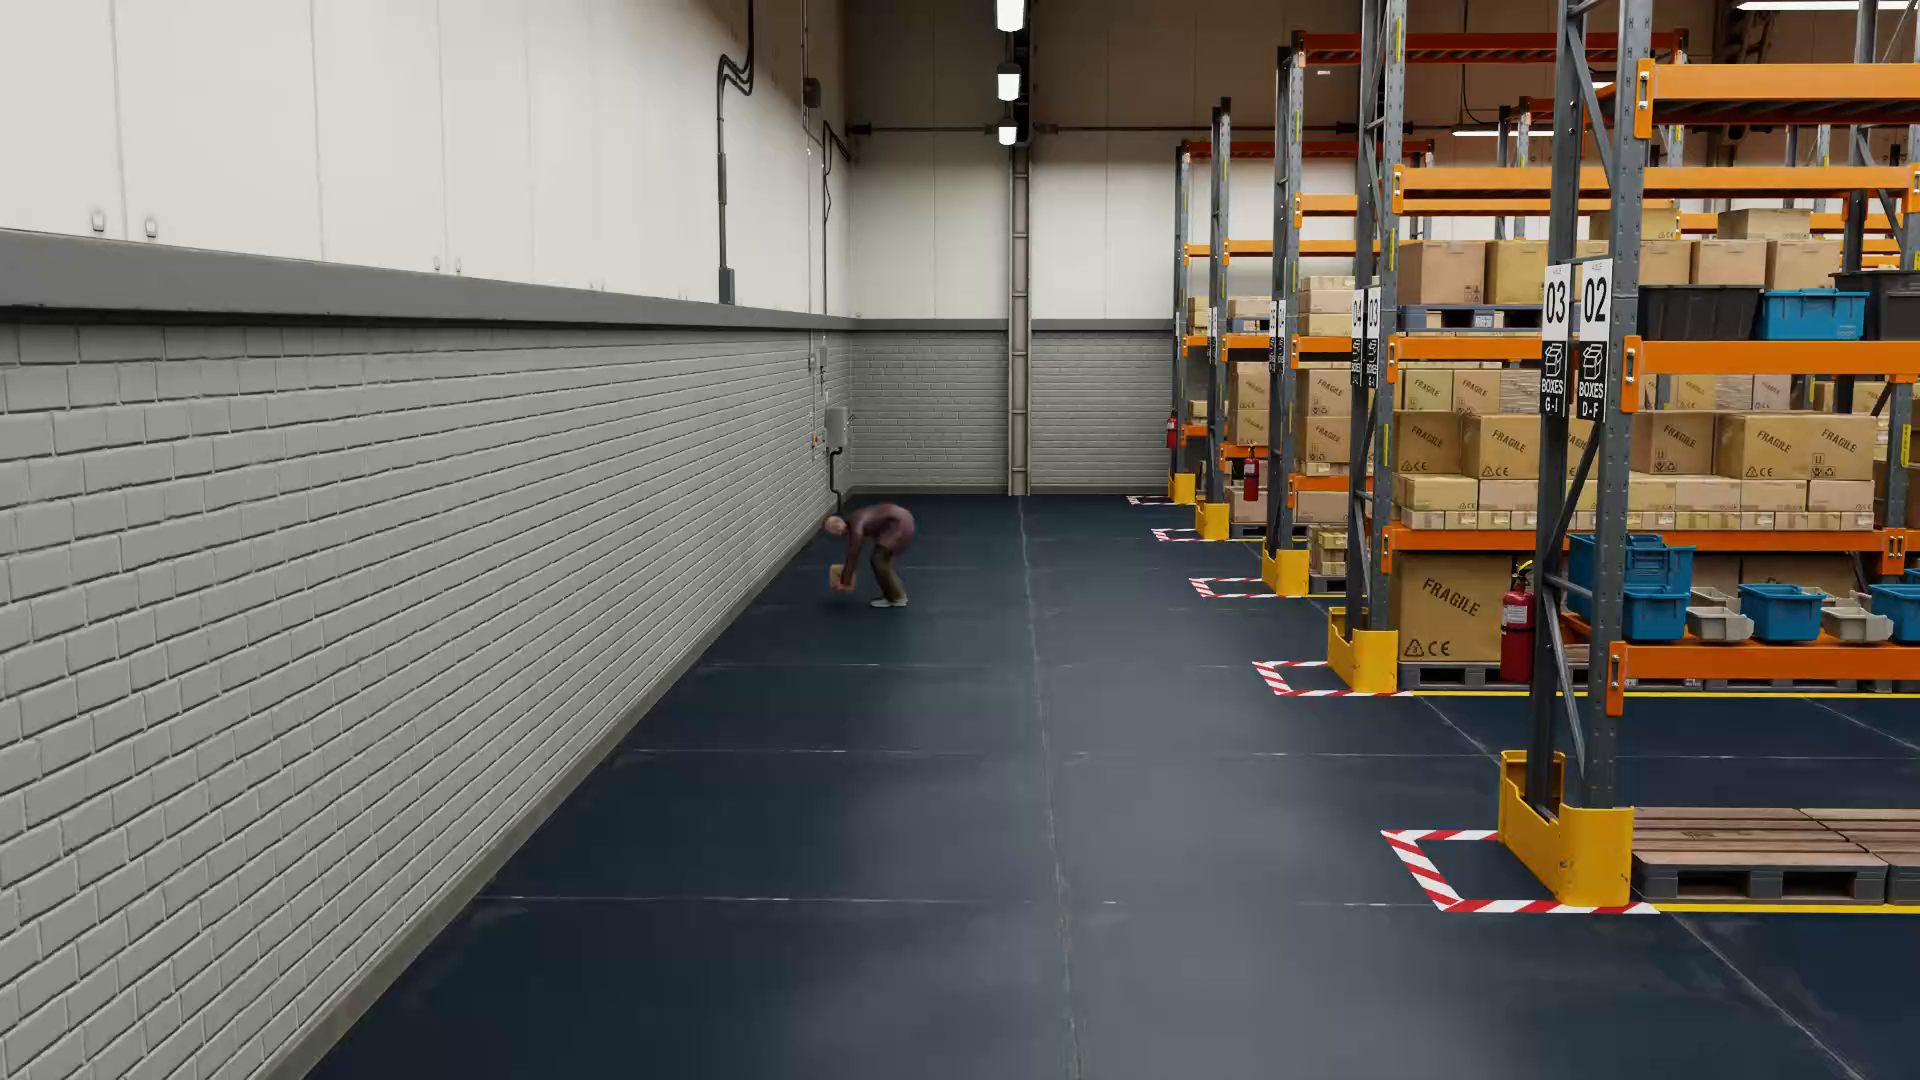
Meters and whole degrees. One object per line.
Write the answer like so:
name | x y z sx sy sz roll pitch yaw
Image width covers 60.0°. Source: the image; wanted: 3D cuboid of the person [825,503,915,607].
person | -0.940 0.151 17.438 0.949 1.078 0.581 0 7 -1
